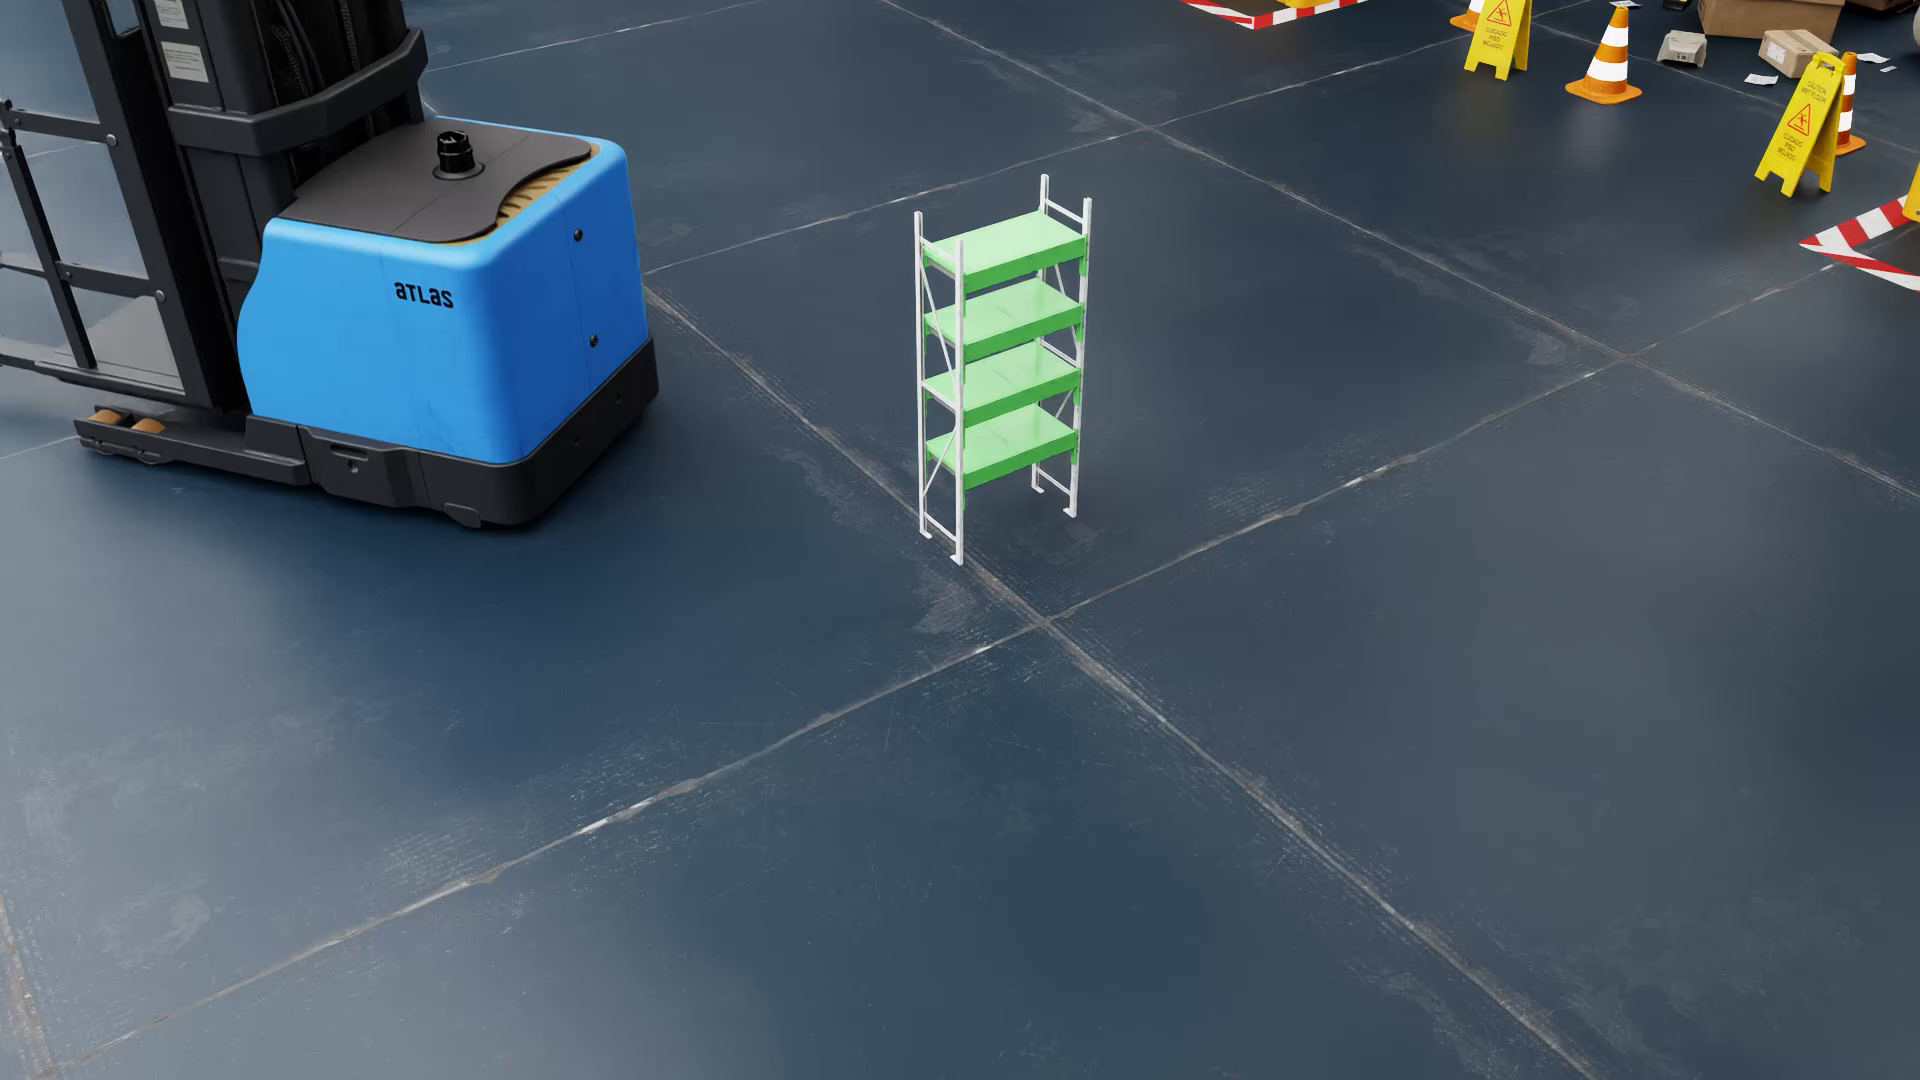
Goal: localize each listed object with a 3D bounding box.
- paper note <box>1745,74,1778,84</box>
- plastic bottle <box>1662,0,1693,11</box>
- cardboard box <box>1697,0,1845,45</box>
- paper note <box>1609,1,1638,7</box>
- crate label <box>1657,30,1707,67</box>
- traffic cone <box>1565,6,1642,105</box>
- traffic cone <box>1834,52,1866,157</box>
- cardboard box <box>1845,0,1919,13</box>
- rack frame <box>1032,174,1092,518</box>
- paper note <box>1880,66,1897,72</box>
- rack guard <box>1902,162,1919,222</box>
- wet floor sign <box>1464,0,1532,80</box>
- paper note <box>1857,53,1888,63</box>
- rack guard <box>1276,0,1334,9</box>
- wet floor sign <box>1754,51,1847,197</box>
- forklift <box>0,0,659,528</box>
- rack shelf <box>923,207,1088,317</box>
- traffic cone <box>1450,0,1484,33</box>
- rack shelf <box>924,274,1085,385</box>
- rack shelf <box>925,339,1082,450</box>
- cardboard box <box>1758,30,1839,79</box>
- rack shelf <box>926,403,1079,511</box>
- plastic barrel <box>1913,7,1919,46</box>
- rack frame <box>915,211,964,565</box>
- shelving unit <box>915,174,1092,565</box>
[{"bbox_3d":[4.493,-2.586,9.319,0.148,0.019,0.142,22,41,28],"label":"paper note"},{"bbox_3d":[4.505,-3.387,10.407,0.133,0.061,0.283,22,41,28],"label":"plastic bottle"},{"bbox_3d":[4.845,-3.309,9.920,0.797,0.503,0.637,9,37,12],"label":"cardboard box"},{"bbox_3d":[4.159,-3.349,10.381,0.142,0.017,0.144,-9,37,-12],"label":"paper note"},{"bbox_3d":[4.165,-2.831,9.569,0.250,0.136,0.298,15,38,20],"label":"crate label"},{"bbox_3d":[3.558,-2.669,9.065,0.334,0.463,0.336,-22,41,-28],"label":"traffic cone"},{"bbox_3d":[4.476,-2.254,8.487,0.334,0.463,0.336,-22,41,-28],"label":"traffic cone"},{"bbox_3d":[5.604,-3.682,10.323,0.503,0.637,0.797,-22,41,-28],"label":"cardboard box"},{"bbox_3d":[0.335,-0.625,5.591,0.015,1.200,0.240,-22,41,-28],"label":"rack frame"},{"bbox_3d":[5.289,-2.683,9.472,0.123,0.001,0.032,-22,41,-28],"label":"paper note"},{"bbox_3d":[4.930,-1.534,7.455,0.348,0.500,1.175,-22,41,-28],"label":"rack guard"},{"bbox_3d":[3.050,-2.941,9.287,0.267,0.644,0.232,30,45,35],"label":"wet floor sign"},{"bbox_3d":[5.274,-2.795,9.620,0.142,0.019,0.148,-9,37,-12],"label":"paper note"},{"bbox_3d":[1.914,-3.829,10.645,0.348,0.500,1.175,-22,41,-28],"label":"rack guard"},{"bbox_3d":[4.096,-2.014,7.998,0.232,0.644,0.267,-9,37,-12],"label":"wet floor sign"},{"bbox_3d":[-2.736,-1.746,5.667,3.031,2.935,1.130,11,37,15],"label":"forklift"},{"bbox_3d":[0.135,-0.881,5.234,0.480,0.148,0.258,-22,41,-28],"label":"rack shelf"},{"bbox_3d":[3.185,-3.323,9.974,0.334,0.463,0.336,-22,41,-28],"label":"traffic cone"},{"bbox_3d":[0.135,-0.686,5.374,0.480,0.148,0.258,-22,41,-28],"label":"rack shelf"},{"bbox_3d":[0.135,-0.491,5.514,0.480,0.148,0.258,-22,41,-28],"label":"rack shelf"},{"bbox_3d":[4.775,-2.771,9.475,0.250,0.149,0.380,-3,36,-4],"label":"cardboard box"},{"bbox_3d":[0.135,-0.296,5.655,0.480,0.148,0.258,-22,41,-28],"label":"rack shelf"},{"bbox_3d":[5.684,-2.895,9.412,0.421,0.421,0.512,3,36,4],"label":"plastic barrel"},{"bbox_3d":[-0.064,-0.461,5.363,0.015,1.200,0.240,-22,41,-28],"label":"rack frame"},{"bbox_3d":[0.135,-0.543,5.477,0.503,1.200,0.258,-22,41,-28],"label":"shelving unit"}]
